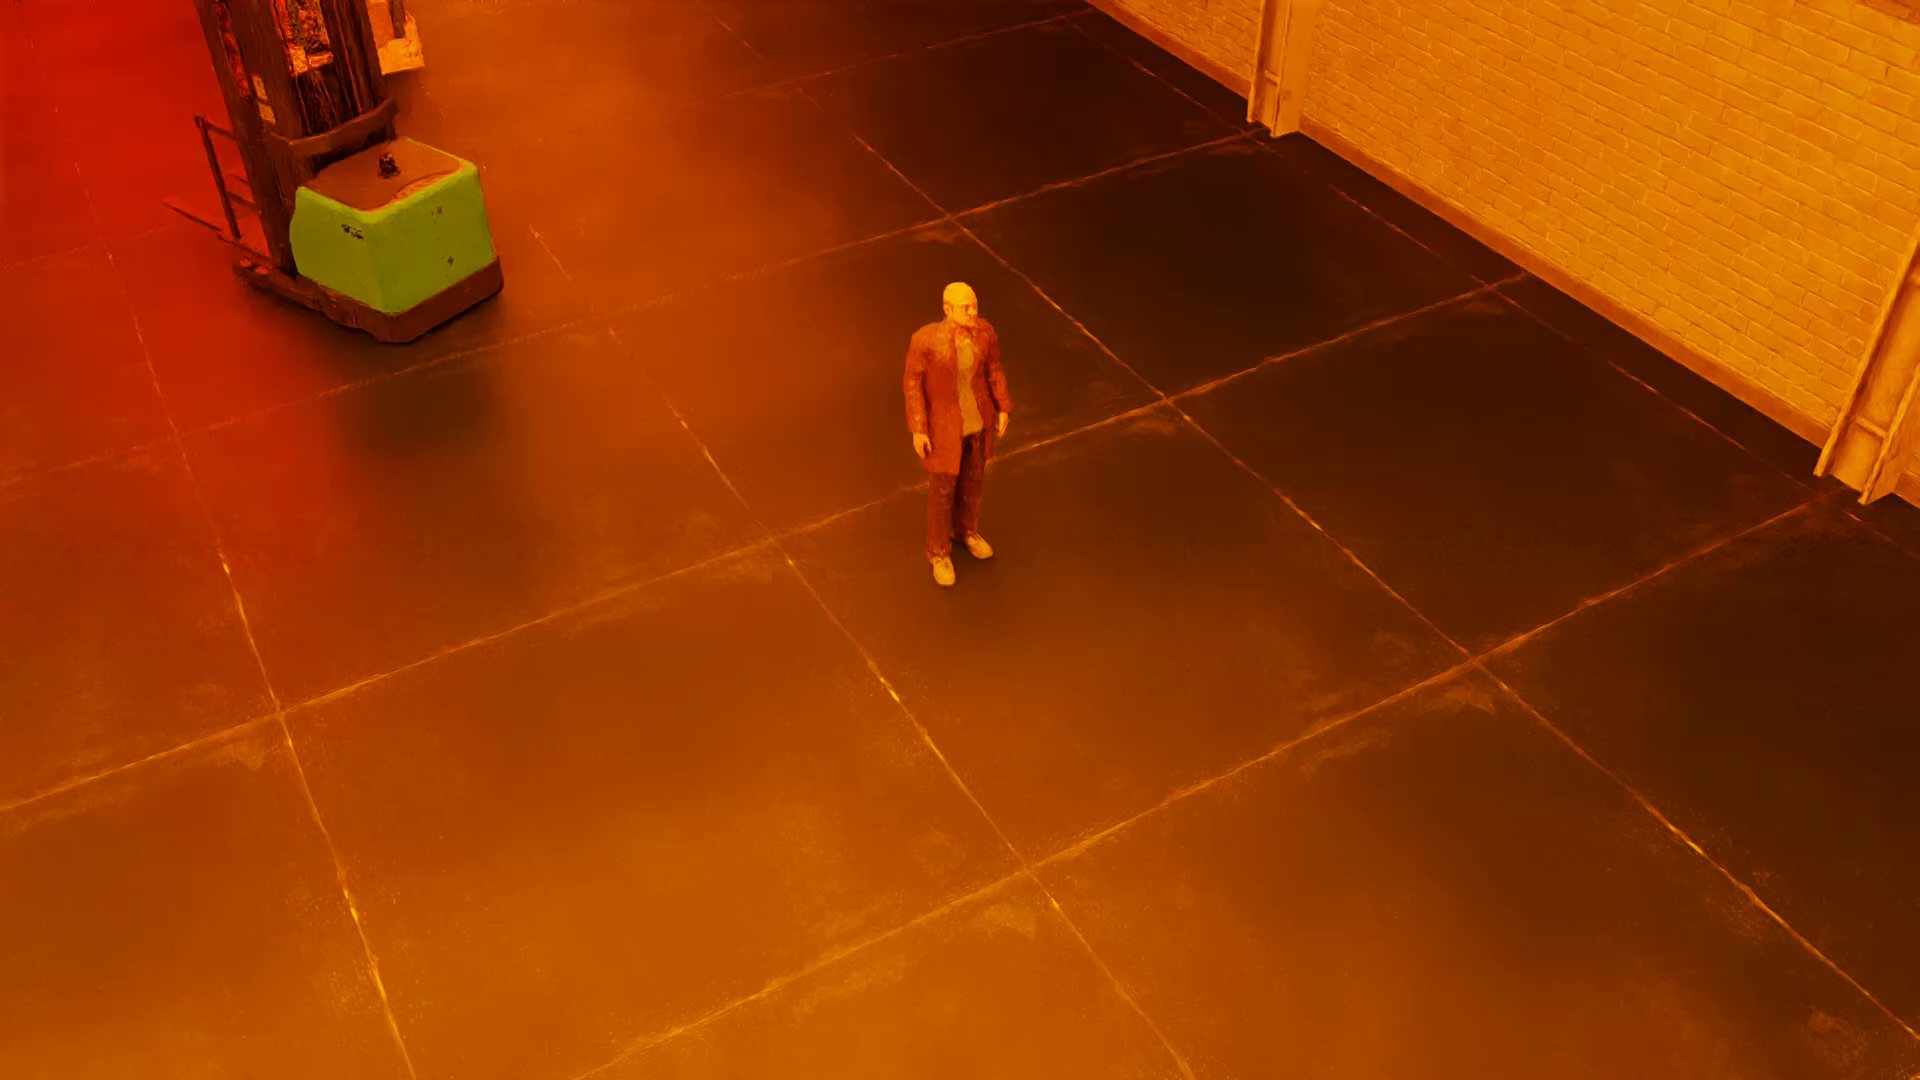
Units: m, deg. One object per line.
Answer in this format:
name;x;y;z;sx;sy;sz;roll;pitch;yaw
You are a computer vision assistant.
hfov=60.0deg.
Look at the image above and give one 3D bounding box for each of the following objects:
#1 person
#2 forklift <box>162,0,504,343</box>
person;0.042;-0.638;9.697;0.694;1.776;0.580;-20;44;-23
forklift;-4.935;-3.286;11.998;3.031;2.935;1.130;24;45;26
